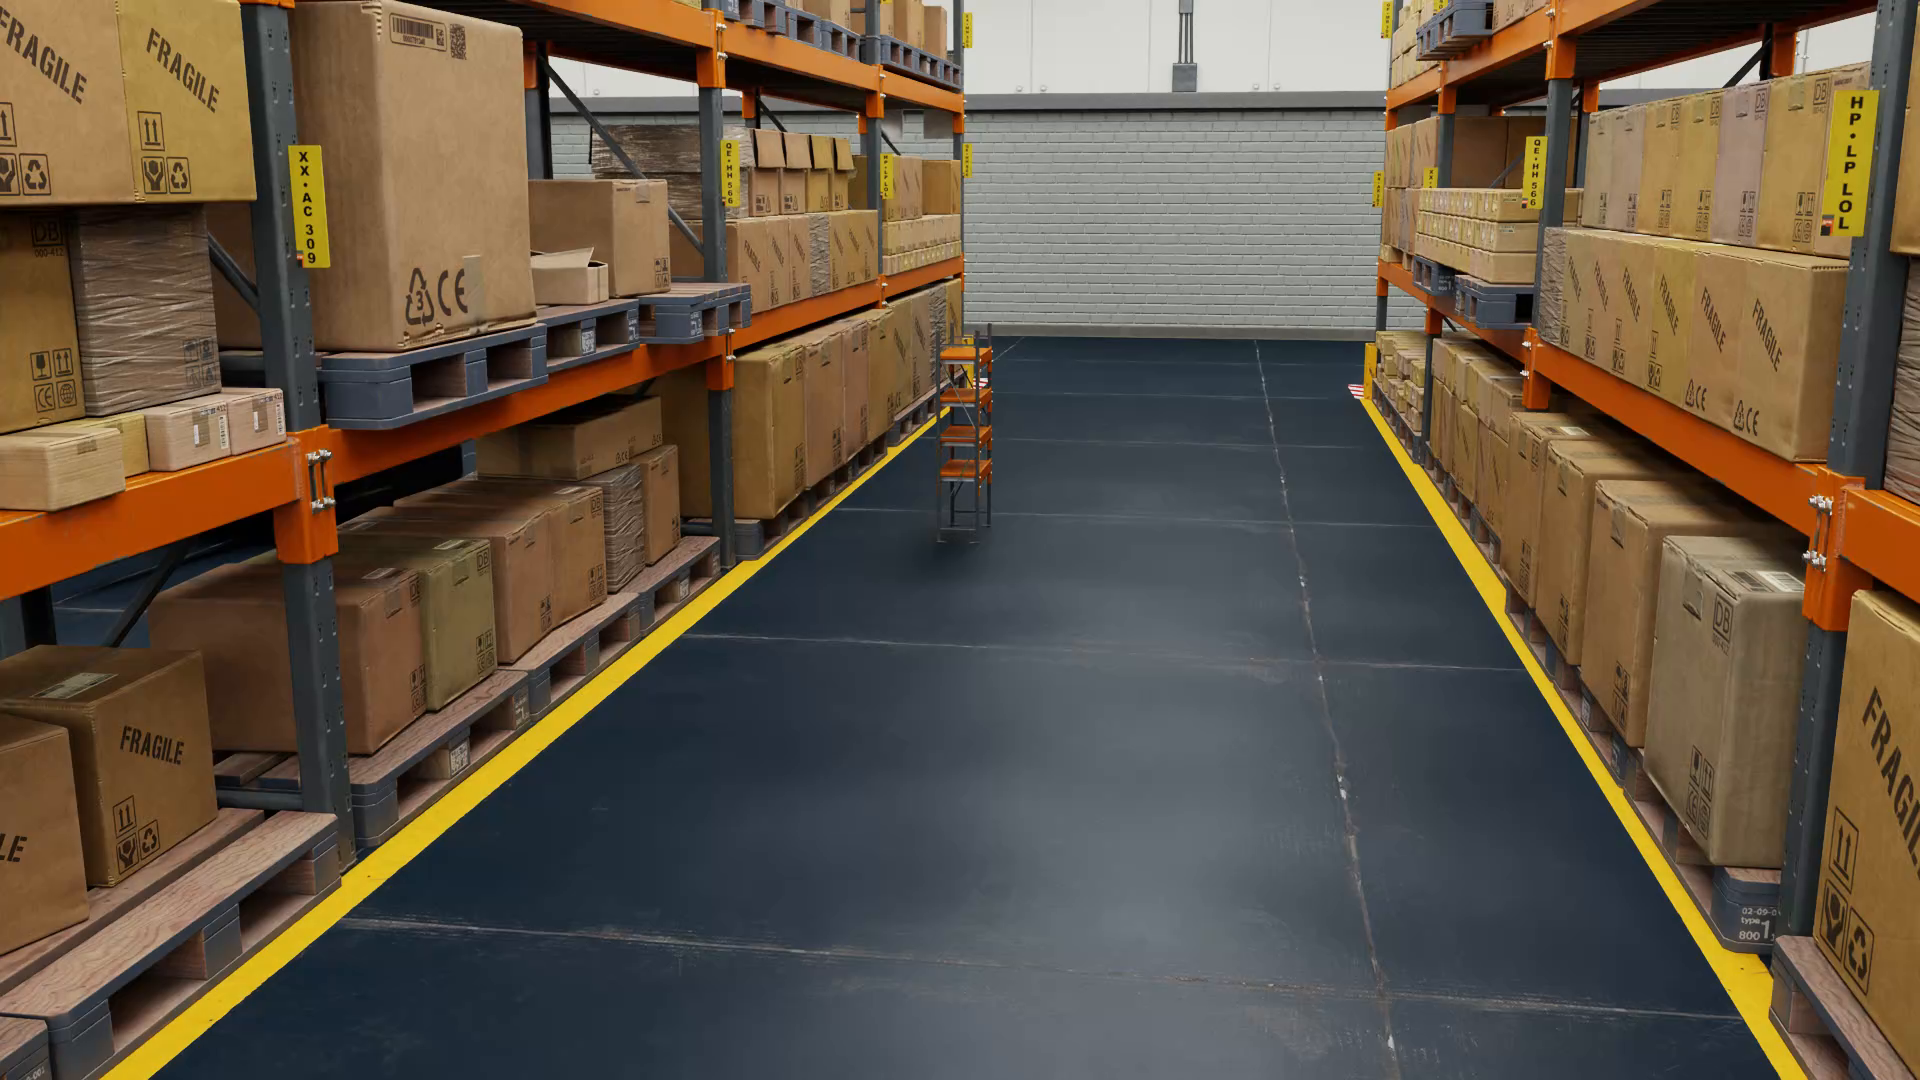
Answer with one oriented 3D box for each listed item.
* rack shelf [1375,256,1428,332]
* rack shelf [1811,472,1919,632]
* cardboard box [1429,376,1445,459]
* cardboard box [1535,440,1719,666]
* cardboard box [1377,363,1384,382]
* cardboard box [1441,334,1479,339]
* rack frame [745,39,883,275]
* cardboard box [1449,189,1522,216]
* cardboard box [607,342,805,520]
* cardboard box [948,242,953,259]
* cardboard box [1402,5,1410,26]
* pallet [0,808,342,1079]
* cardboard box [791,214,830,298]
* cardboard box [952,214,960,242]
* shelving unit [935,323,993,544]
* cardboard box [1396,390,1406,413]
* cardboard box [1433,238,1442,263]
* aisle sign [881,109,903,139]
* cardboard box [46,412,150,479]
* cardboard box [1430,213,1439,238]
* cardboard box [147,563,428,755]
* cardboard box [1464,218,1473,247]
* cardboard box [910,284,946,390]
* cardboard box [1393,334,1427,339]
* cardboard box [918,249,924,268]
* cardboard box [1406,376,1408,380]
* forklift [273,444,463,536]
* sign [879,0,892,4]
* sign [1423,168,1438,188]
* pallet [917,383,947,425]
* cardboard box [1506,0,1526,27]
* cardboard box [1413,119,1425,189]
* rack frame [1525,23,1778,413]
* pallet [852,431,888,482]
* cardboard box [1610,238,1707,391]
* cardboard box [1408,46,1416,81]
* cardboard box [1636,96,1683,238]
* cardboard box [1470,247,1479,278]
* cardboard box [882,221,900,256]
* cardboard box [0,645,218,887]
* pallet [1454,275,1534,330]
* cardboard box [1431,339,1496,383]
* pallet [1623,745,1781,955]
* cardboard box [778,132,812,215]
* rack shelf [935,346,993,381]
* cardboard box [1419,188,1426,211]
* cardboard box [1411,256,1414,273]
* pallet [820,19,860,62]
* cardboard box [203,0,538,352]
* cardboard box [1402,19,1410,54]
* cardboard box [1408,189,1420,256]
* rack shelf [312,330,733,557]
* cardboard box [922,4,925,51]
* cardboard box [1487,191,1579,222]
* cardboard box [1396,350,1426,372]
[{"bbox_3d":[4.113,-2.047,13.580,1.077,0.370,4.000,2,12,9],"label":"rack shelf"},{"bbox_3d":[2.267,0.451,1.989,1.077,0.370,4.000,2,12,9],"label":"rack shelf"},{"bbox_3d":[3.429,-0.821,11.117,0.500,0.500,0.500,2,12,11],"label":"cardboard box"},{"bbox_3d":[2.876,0.051,6.482,1.050,0.750,0.750,2,12,10],"label":"cardboard box"},{"bbox_3d":[4.023,-1.528,15.234,0.380,0.149,0.250,2,12,10],"label":"cardboard box"},{"bbox_3d":[4.494,-1.749,14.846,0.380,0.149,0.250,2,12,10],"label":"cardboard box"},{"bbox_3d":[-1.080,-2.164,12.415,1.000,3.000,0.127,2,12,9],"label":"rack frame"},{"bbox_3d":[3.054,-1.963,9.670,0.380,0.149,0.250,2,12,10],"label":"cardboard box"},{"bbox_3d":[-1.569,-0.641,9.395,1.225,0.875,0.875,1,12,6],"label":"cardboard box"},{"bbox_3d":[-0.273,-2.683,15.417,0.380,0.149,0.250,2,12,9],"label":"cardboard box"},{"bbox_3d":[3.937,-4.430,14.033,0.380,0.149,0.250,2,12,9],"label":"cardboard box"},{"bbox_3d":[-2.379,1.005,4.328,1.003,0.211,1.213,2,12,9],"label":"pallet"},{"bbox_3d":[-1.121,-1.791,10.446,0.500,0.500,0.500,2,12,9],"label":"cardboard box"},{"bbox_3d":[-0.277,-2.959,15.756,0.500,0.250,0.500,2,12,8],"label":"cardboard box"},{"bbox_3d":[0.025,-0.621,9.527,0.258,1.200,0.503,2,12,9],"label":"shelving unit"},{"bbox_3d":[3.688,-1.102,13.258,0.380,0.149,0.250,2,12,9],"label":"cardboard box"},{"bbox_3d":[3.133,-1.783,10.245,0.380,0.149,0.250,1,12,6],"label":"cardboard box"},{"bbox_3d":[-0.750,-4.292,16.120,0.394,0.787,0.004,2,12,9],"label":"aisle sign"},{"bbox_3d":[-2.199,-0.220,3.990,0.380,0.149,0.250,2,12,9],"label":"cardboard box"},{"bbox_3d":[3.174,-1.981,10.460,0.380,0.149,0.250,1,12,6],"label":"cardboard box"},{"bbox_3d":[-2.195,0.381,5.495,0.700,0.500,0.500,1,12,4],"label":"cardboard box"},{"bbox_3d":[2.932,-1.658,8.959,0.380,0.149,0.250,2,12,9],"label":"cardboard box"},{"bbox_3d":[-0.624,-1.838,14.950,0.875,0.875,0.875,2,12,9],"label":"cardboard box"},{"bbox_3d":[4.081,-1.758,14.890,0.380,0.149,0.250,2,12,10],"label":"cardboard box"},{"bbox_3d":[-0.507,-2.362,13.930,0.380,0.149,0.250,2,12,9],"label":"cardboard box"},{"bbox_3d":[3.809,-1.286,13.406,0.380,0.149,0.250,1,12,6],"label":"cardboard box"},{"bbox_3d":[-4.201,-1.512,9.554,1.130,2.935,3.031,3,13,15],"label":"forklift"},{"bbox_3d":[-0.543,-4.022,11.940,0.100,0.325,0.005,2,12,9],"label":"sign"},{"bbox_3d":[3.268,-2.422,11.555,0.100,0.325,0.005,2,12,9],"label":"sign"},{"bbox_3d":[-0.701,-1.211,14.614,1.003,0.211,1.213,2,12,9],"label":"pallet"},{"bbox_3d":[3.091,-2.897,8.457,0.500,0.500,0.500,2,12,9],"label":"cardboard box"},{"bbox_3d":[3.684,-2.880,12.420,0.500,0.500,0.500,1,12,7],"label":"cardboard box"},{"bbox_3d":[3.190,-1.150,7.708,1.000,3.000,0.127,2,12,9],"label":"rack frame"},{"bbox_3d":[-1.124,-0.638,11.953,1.003,0.211,1.213,2,12,9],"label":"pallet"},{"bbox_3d":[2.622,-0.799,5.845,0.500,0.500,0.500,2,12,8],"label":"cardboard box"},{"bbox_3d":[3.857,-3.799,13.236,0.500,0.250,0.500,2,12,8],"label":"cardboard box"},{"bbox_3d":[2.958,-1.382,6.176,0.700,0.500,0.500,2,12,8],"label":"cardboard box"},{"bbox_3d":[2.891,-1.455,8.724,0.380,0.149,0.250,2,12,10],"label":"cardboard box"},{"bbox_3d":[-0.749,-2.326,12.814,0.500,0.250,0.500,2,12,8],"label":"cardboard box"},{"bbox_3d":[-2.412,0.600,4.527,0.500,0.500,0.500,1,12,7],"label":"cardboard box"},{"bbox_3d":[3.194,-1.208,8.433,1.213,0.211,1.003,2,12,9],"label":"pallet"},{"bbox_3d":[3.430,-1.187,11.038,0.500,0.250,0.500,1,12,6],"label":"cardboard box"},{"bbox_3d":[2.619,0.883,4.895,1.003,0.211,1.213,2,12,9],"label":"pallet"},{"bbox_3d":[-1.367,-2.298,10.417,0.797,0.503,0.637,2,12,10],"label":"cardboard box"},{"bbox_3d":[0.025,-1.005,9.444,0.258,0.148,0.480,2,12,9],"label":"rack shelf"},{"bbox_3d":[3.290,-2.289,11.180,0.380,0.149,0.250,3,12,12],"label":"cardboard box"},{"bbox_3d":[3.726,-2.148,12.936,0.380,0.149,0.250,1,12,6],"label":"cardboard box"},{"bbox_3d":[-1.172,-3.344,11.227,0.805,0.209,1.217,1,12,6],"label":"pallet"},{"bbox_3d":[-2.050,-1.158,5.327,1.000,1.000,1.000,2,12,9],"label":"cardboard box"},{"bbox_3d":[3.927,-4.156,13.707,0.500,0.250,0.500,2,12,9],"label":"cardboard box"},{"bbox_3d":[3.681,-2.395,12.541,0.500,0.500,0.500,2,12,7],"label":"cardboard box"},{"bbox_3d":[-2.003,-0.563,6.696,1.077,0.370,4.000,2,12,9],"label":"rack shelf"},{"bbox_3d":[-0.698,-4.543,14.862,0.700,0.500,0.500,1,12,7],"label":"cardboard box"},{"bbox_3d":[2.812,-1.640,8.170,0.380,0.149,0.250,1,12,6],"label":"cardboard box"},{"bbox_3d":[3.731,-1.441,13.419,0.380,0.149,0.250,1,12,7],"label":"cardboard box"}]
